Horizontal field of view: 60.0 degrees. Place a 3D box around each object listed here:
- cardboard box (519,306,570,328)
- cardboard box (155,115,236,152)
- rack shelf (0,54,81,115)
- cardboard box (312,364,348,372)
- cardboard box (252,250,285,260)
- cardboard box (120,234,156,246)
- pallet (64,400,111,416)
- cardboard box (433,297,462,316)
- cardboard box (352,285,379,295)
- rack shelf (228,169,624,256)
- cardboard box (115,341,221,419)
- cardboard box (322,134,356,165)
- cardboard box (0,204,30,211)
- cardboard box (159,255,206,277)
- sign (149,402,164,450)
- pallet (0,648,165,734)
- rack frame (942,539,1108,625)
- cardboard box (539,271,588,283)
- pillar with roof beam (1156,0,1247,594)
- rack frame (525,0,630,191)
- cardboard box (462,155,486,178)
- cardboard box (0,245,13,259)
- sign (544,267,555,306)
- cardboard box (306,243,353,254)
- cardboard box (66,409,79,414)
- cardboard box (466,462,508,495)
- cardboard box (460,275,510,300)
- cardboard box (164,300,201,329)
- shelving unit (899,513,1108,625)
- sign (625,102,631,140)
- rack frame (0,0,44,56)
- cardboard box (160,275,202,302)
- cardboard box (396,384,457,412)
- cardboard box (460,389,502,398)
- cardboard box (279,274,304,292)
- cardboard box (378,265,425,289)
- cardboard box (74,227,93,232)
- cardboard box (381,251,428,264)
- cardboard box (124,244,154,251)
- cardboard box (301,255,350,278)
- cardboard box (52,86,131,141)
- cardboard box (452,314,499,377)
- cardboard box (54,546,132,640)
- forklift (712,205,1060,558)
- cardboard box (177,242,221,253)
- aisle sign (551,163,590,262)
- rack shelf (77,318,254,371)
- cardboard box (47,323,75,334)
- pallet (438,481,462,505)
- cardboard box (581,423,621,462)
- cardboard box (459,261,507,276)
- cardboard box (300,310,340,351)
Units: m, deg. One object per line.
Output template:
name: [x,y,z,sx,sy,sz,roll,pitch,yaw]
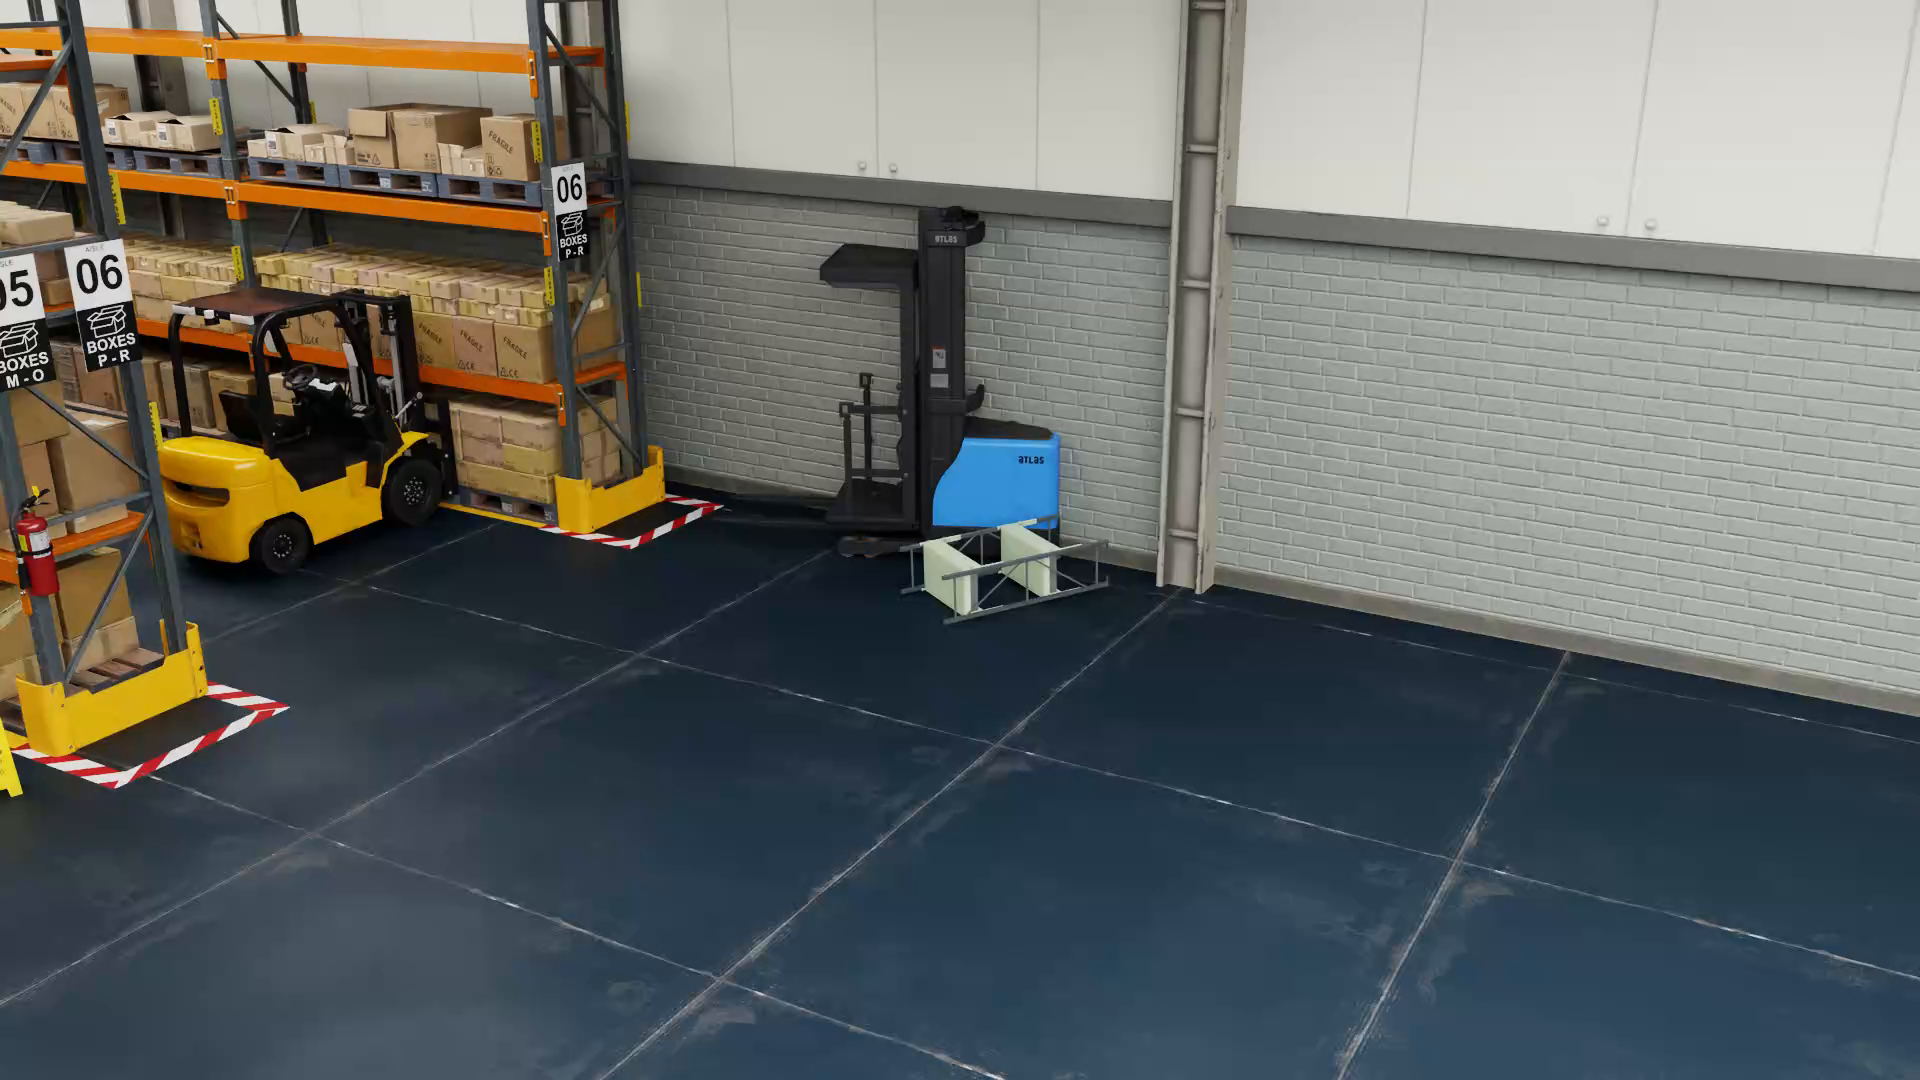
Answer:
cardboard box: [-3.657,-1.989,14.649,0.250,0.149,0.380,11,23,28]
cardboard box: [-7.461,-3.989,16.229,0.500,0.311,0.500,10,22,26]
rack shelf: [-7.382,-2.998,10.790,4.000,0.370,1.077,11,23,27]
cardboard box: [-6.186,-1.679,16.842,0.500,0.250,0.500,11,23,28]
cardboard box: [-7.121,-2.863,17.057,0.250,0.149,0.380,10,22,26]
cardboard box: [-8.902,-3.193,17.969,0.250,0.149,0.380,11,22,27]
pallet: [-9.503,-1.534,18.582,1.213,0.211,1.003,11,23,27]
cardboard box: [-4.559,-2.159,15.118,0.250,0.149,0.380,10,22,26]
cardboard box: [-5.457,-2.327,15.582,0.250,0.149,0.380,10,22,26]
rack shelf: [-4.964,-3.067,15.376,4.000,0.370,1.077,11,23,27]
cardboard box: [-8.502,-1.748,17.950,0.625,0.625,0.875,10,22,25]
cardboard box: [-5.563,-3.582,15.175,0.258,0.266,0.396,10,22,26]
cardboard box: [-6.262,-2.068,10.766,0.250,0.149,0.380,11,23,27]
cardboard box: [-7.833,-2.769,16.799,0.250,0.149,0.380,10,22,26]
sign: [-5.371,-0.753,11.070,0.005,0.325,0.100,11,23,27]
pallet: [-6.394,0.968,11.685,1.213,0.211,1.003,11,23,27]
rack frame: [0.530,0.323,13.080,1.500,0.400,0.023,-12,23,-26]
cardboard box: [-3.609,-2.337,15.172,0.250,0.149,0.380,12,23,29]
pillar with roof beam: [-0.248,-2.588,8.600,0.400,9.000,9.100,11,23,27]
rack frame: [-3.218,-4.483,13.825,0.127,3.000,1.000,11,23,27]
cardboard box: [-4.090,-3.247,14.421,0.250,0.149,0.380,10,22,26]
cardboard box: [-6.214,-1.669,10.250,0.500,0.250,0.500,10,22,27]
sign: [-3.495,-2.159,14.171,0.005,0.325,0.100,11,23,27]
cardboard box: [-6.284,-2.857,16.605,0.250,0.149,0.380,11,23,27]
cardboard box: [-6.368,-0.618,11.385,0.500,0.500,0.500,12,23,29]
cardboard box: [-4.212,-0.637,15.437,0.500,0.250,0.500,11,23,27]
cardboard box: [-4.287,-2.282,15.021,0.250,0.149,0.380,11,23,28]
cardboard box: [-7.719,-2.345,16.950,0.500,0.250,0.500,11,22,27]
shelving unit: [0.356,0.215,13.384,1.500,0.431,0.755,-12,23,-26]
sign: [-2.942,-3.685,14.627,0.005,0.325,0.100,11,23,27]
rack frame: [-10.202,-5.813,17.493,0.127,3.000,1.000,11,23,27]
cardboard box: [-7.716,-2.582,16.867,0.500,0.250,0.500,10,22,26]
cardboard box: [-5.105,-1.272,15.721,0.500,0.250,0.500,10,22,26]
cardboard box: [-4.415,-1.342,15.915,0.500,0.250,0.500,11,22,27]
cardboard box: [-6.333,-2.506,16.075,0.250,0.149,0.380,11,23,29]
cardboard box: [-5.187,-2.452,15.489,0.250,0.149,0.380,11,23,28]
cardboard box: [-9.820,-3.351,18.405,0.250,0.149,0.380,12,23,29]
cardboard box: [-5.382,-2.691,16.147,0.250,0.149,0.380,10,22,26]
cardboard box: [-8.662,-2.979,17.377,0.250,0.149,0.380,11,23,27]
cardboard box: [-6.077,-2.622,15.959,0.250,0.149,0.380,10,22,26]
cardboard box: [-8.800,-4.333,16.900,0.500,0.500,0.500,11,23,29]
cardboard box: [-4.224,-1.803,15.087,0.500,0.500,0.500,12,23,29]
cardboard box: [-6.226,0.338,11.649,0.500,0.500,0.500,10,22,26]
forklift: [-0.623,-1.402,14.231,3.031,2.935,1.130,2,20,6]
cardboard box: [-8.000,-3.030,17.519,0.250,0.149,0.380,11,22,27]
aisle sign: [-3.304,-2.787,14.134,0.004,0.787,0.394,11,23,27]
rack shelf: [-8.456,-2.322,17.722,4.000,0.370,1.077,11,23,27]
cardboard box: [-10.506,-2.500,19.255,0.250,0.149,0.380,12,23,30]
pallet: [-4.967,-0.670,16.200,1.213,0.211,1.003,11,23,27]
cardboard box: [-3.527,-0.943,15.546,0.500,0.250,0.500,11,23,28]
cardboard box: [-4.489,-2.522,15.683,0.250,0.149,0.380,10,22,26]
cardboard box: [-5.987,-2.142,16.022,0.500,0.500,0.500,11,23,28]
